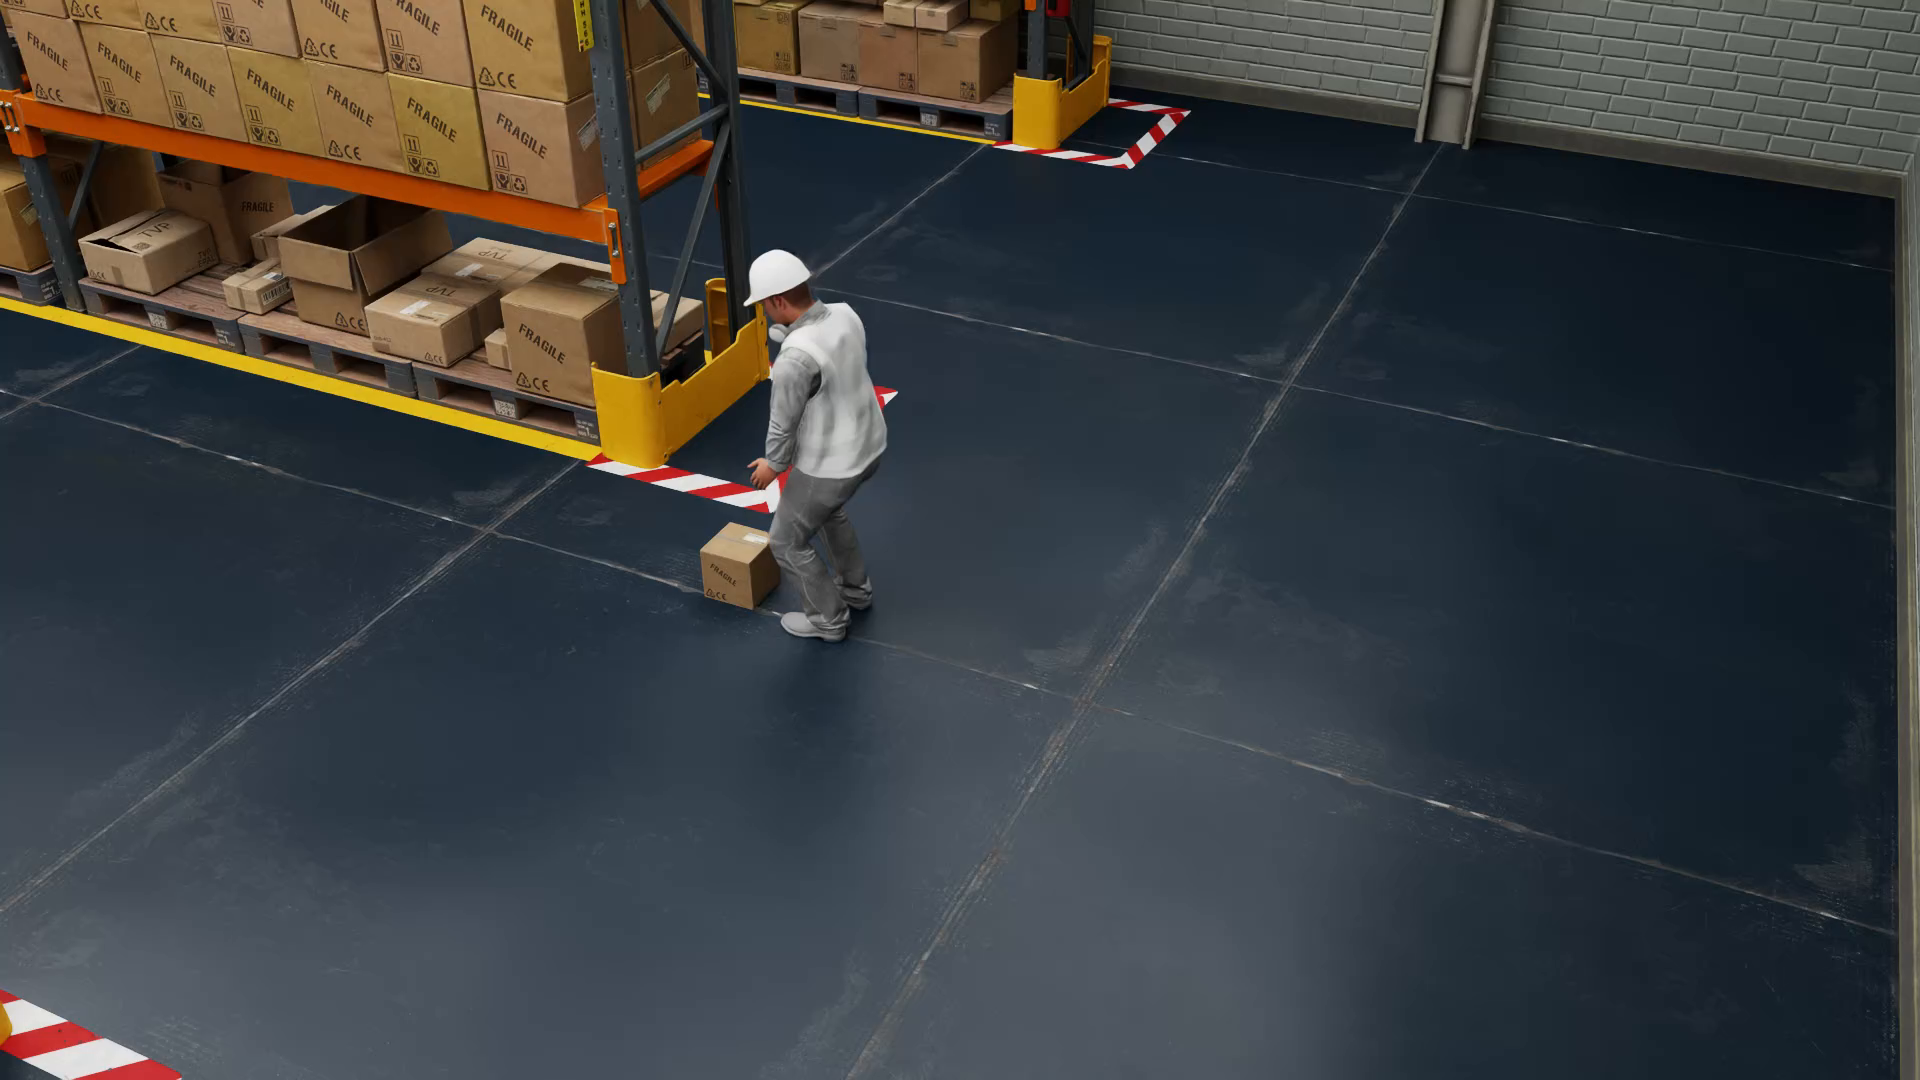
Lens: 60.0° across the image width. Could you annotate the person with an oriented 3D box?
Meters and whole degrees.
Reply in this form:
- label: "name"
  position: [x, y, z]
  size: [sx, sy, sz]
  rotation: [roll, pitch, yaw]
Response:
- label: "person"
  position: [-0.594, -0.349, 6.751]
  size: [0.558, 1.665, 0.574]
  rotation: [15, 36, 21]
